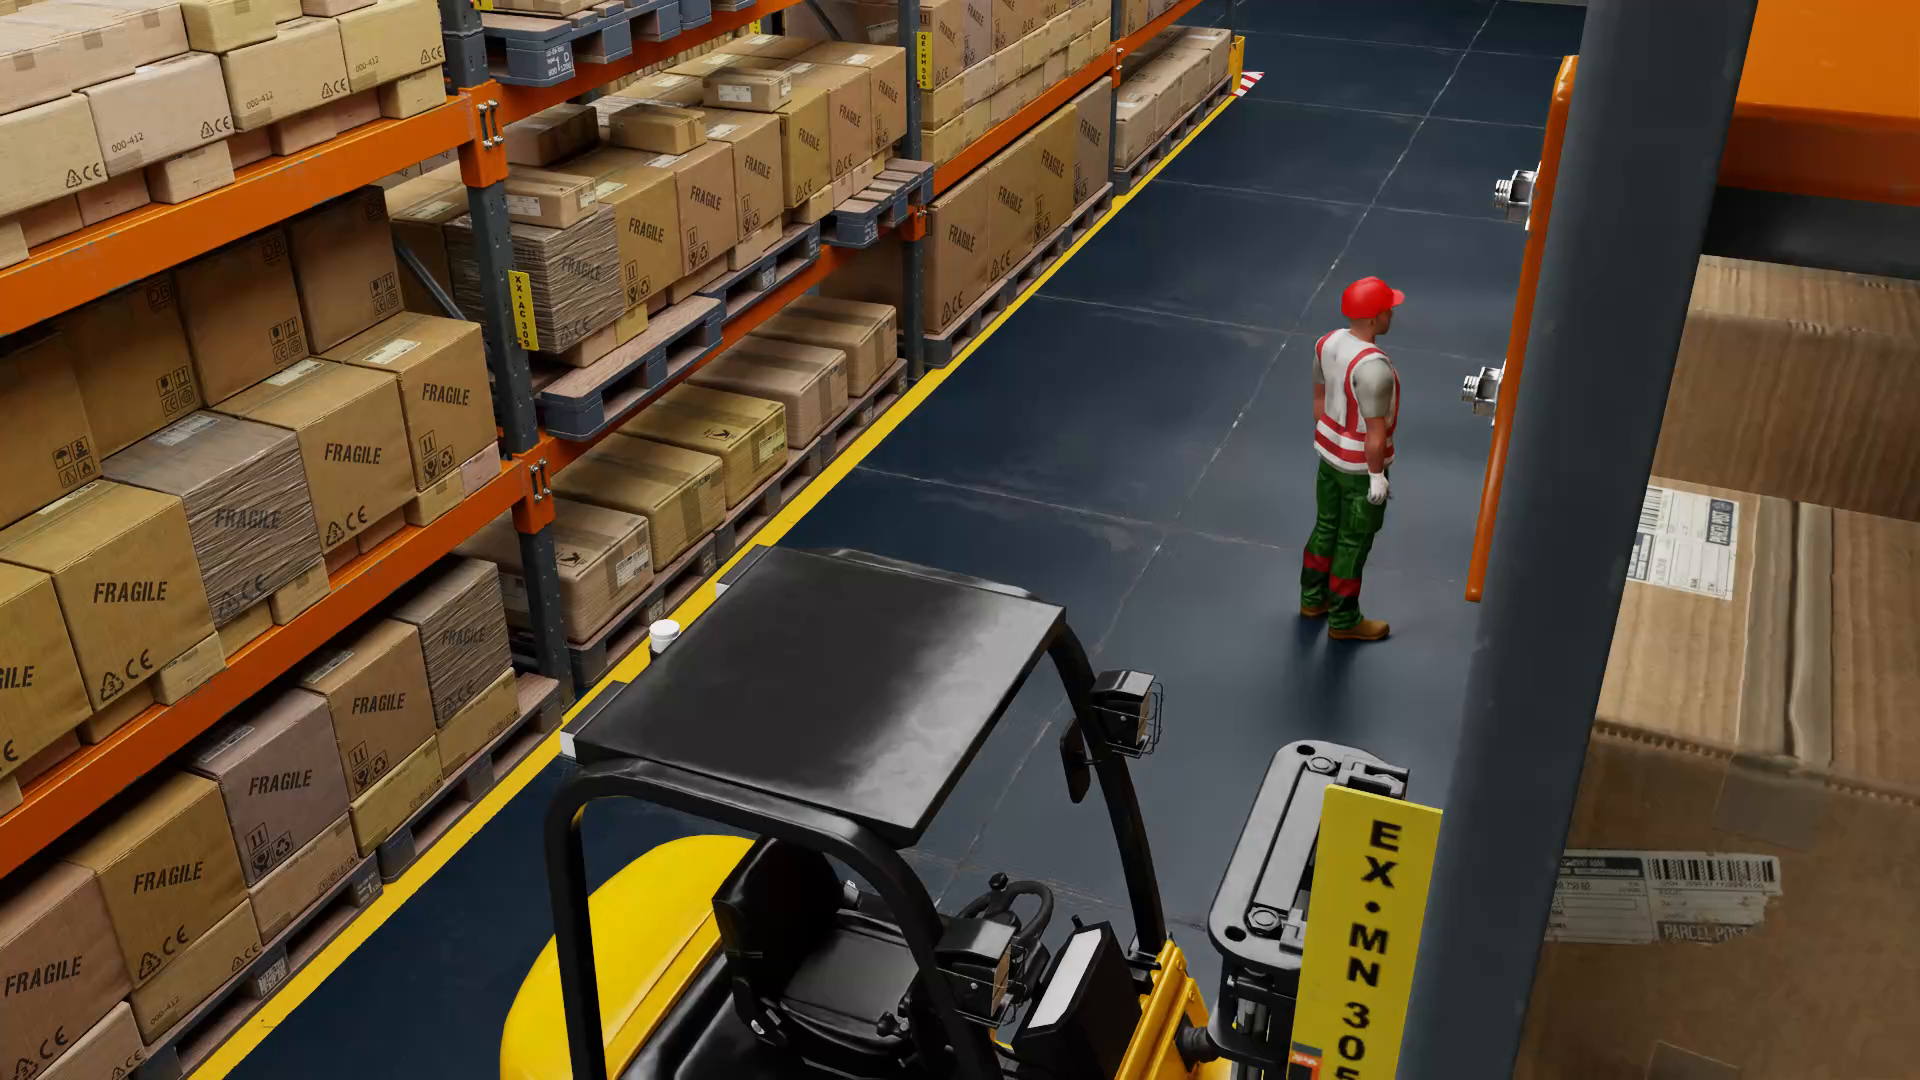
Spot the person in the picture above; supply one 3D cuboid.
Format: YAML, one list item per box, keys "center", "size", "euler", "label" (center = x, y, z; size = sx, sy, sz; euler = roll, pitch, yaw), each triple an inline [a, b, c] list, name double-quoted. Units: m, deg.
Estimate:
- center: [1.855, -0.381, 7.775]
  size: [0.373, 1.795, 0.544]
  euler: [-9, 31, -16]
  label: "person"
